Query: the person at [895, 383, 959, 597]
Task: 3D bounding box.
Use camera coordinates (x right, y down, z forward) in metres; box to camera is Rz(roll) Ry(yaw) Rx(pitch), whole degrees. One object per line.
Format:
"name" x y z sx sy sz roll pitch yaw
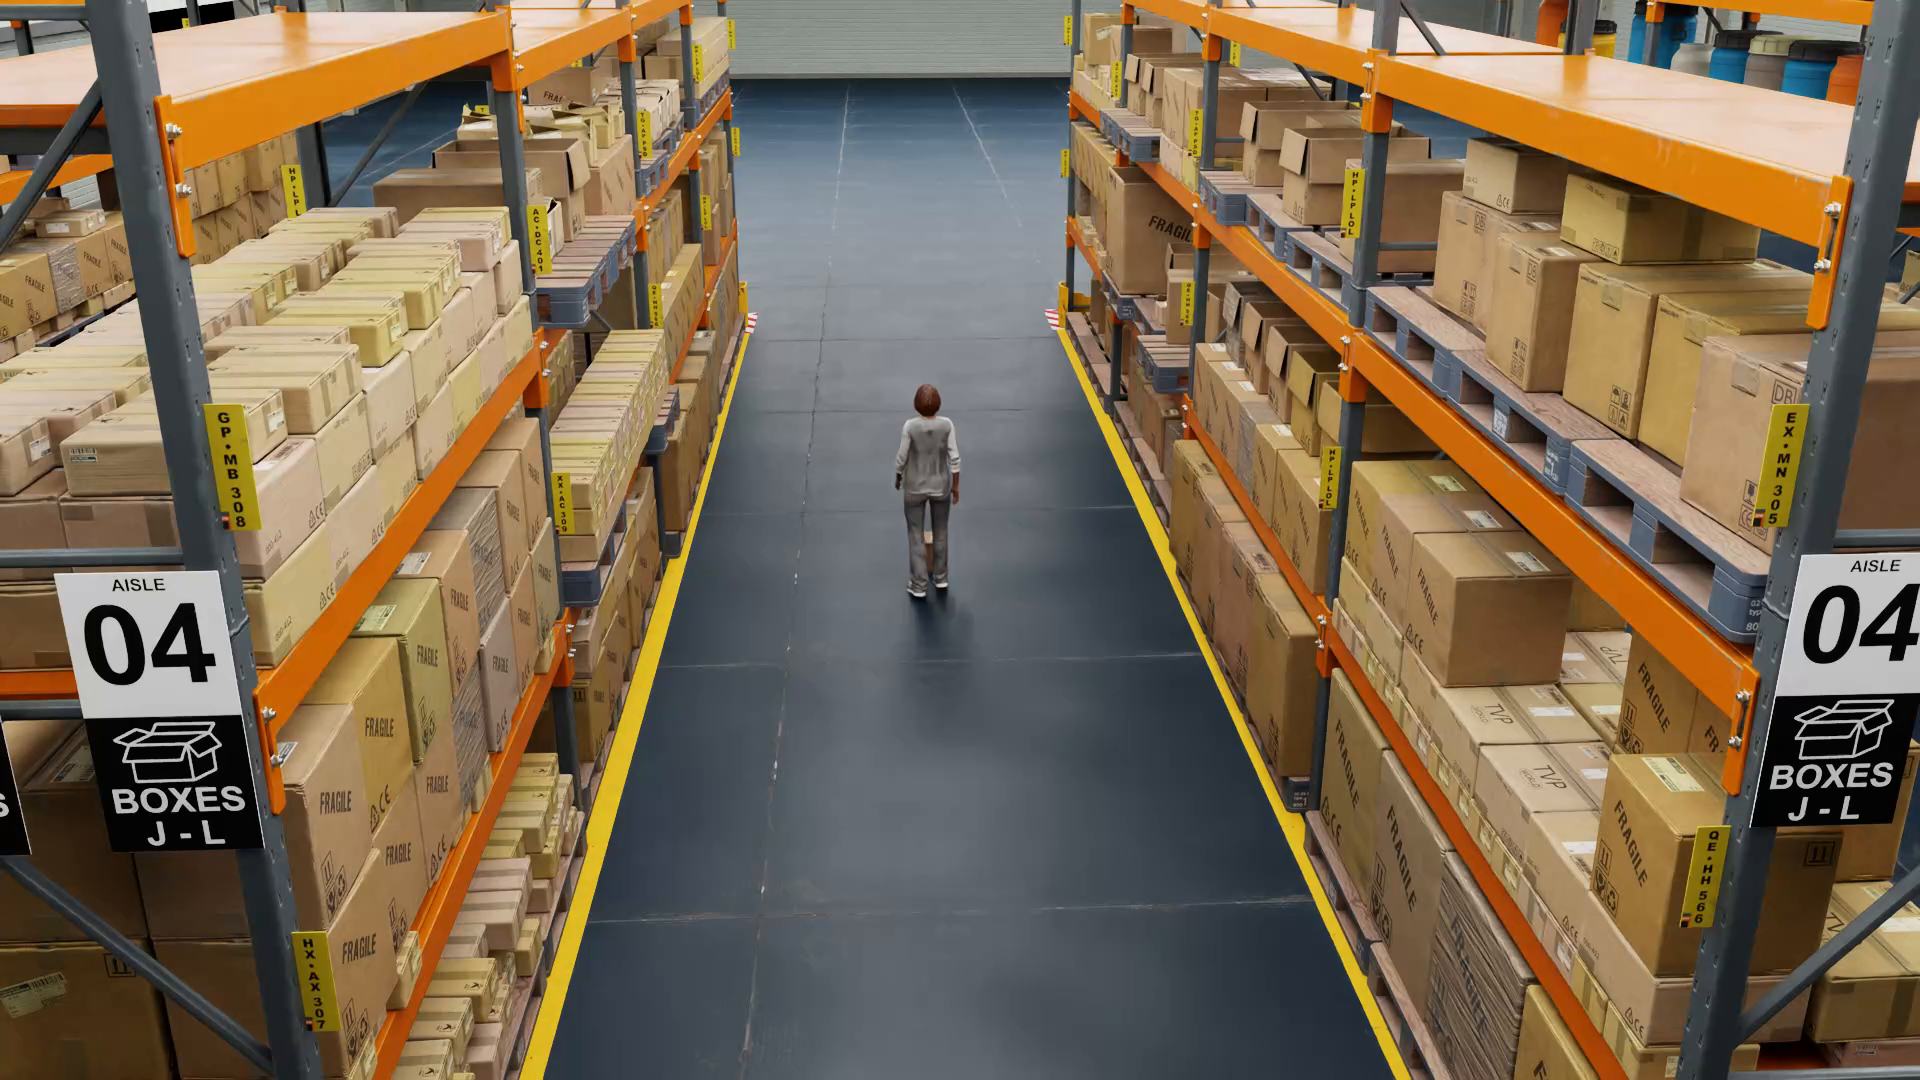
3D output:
"person" -0.244 -0.377 12.081 0.450 1.615 0.436 -4 21 -11
